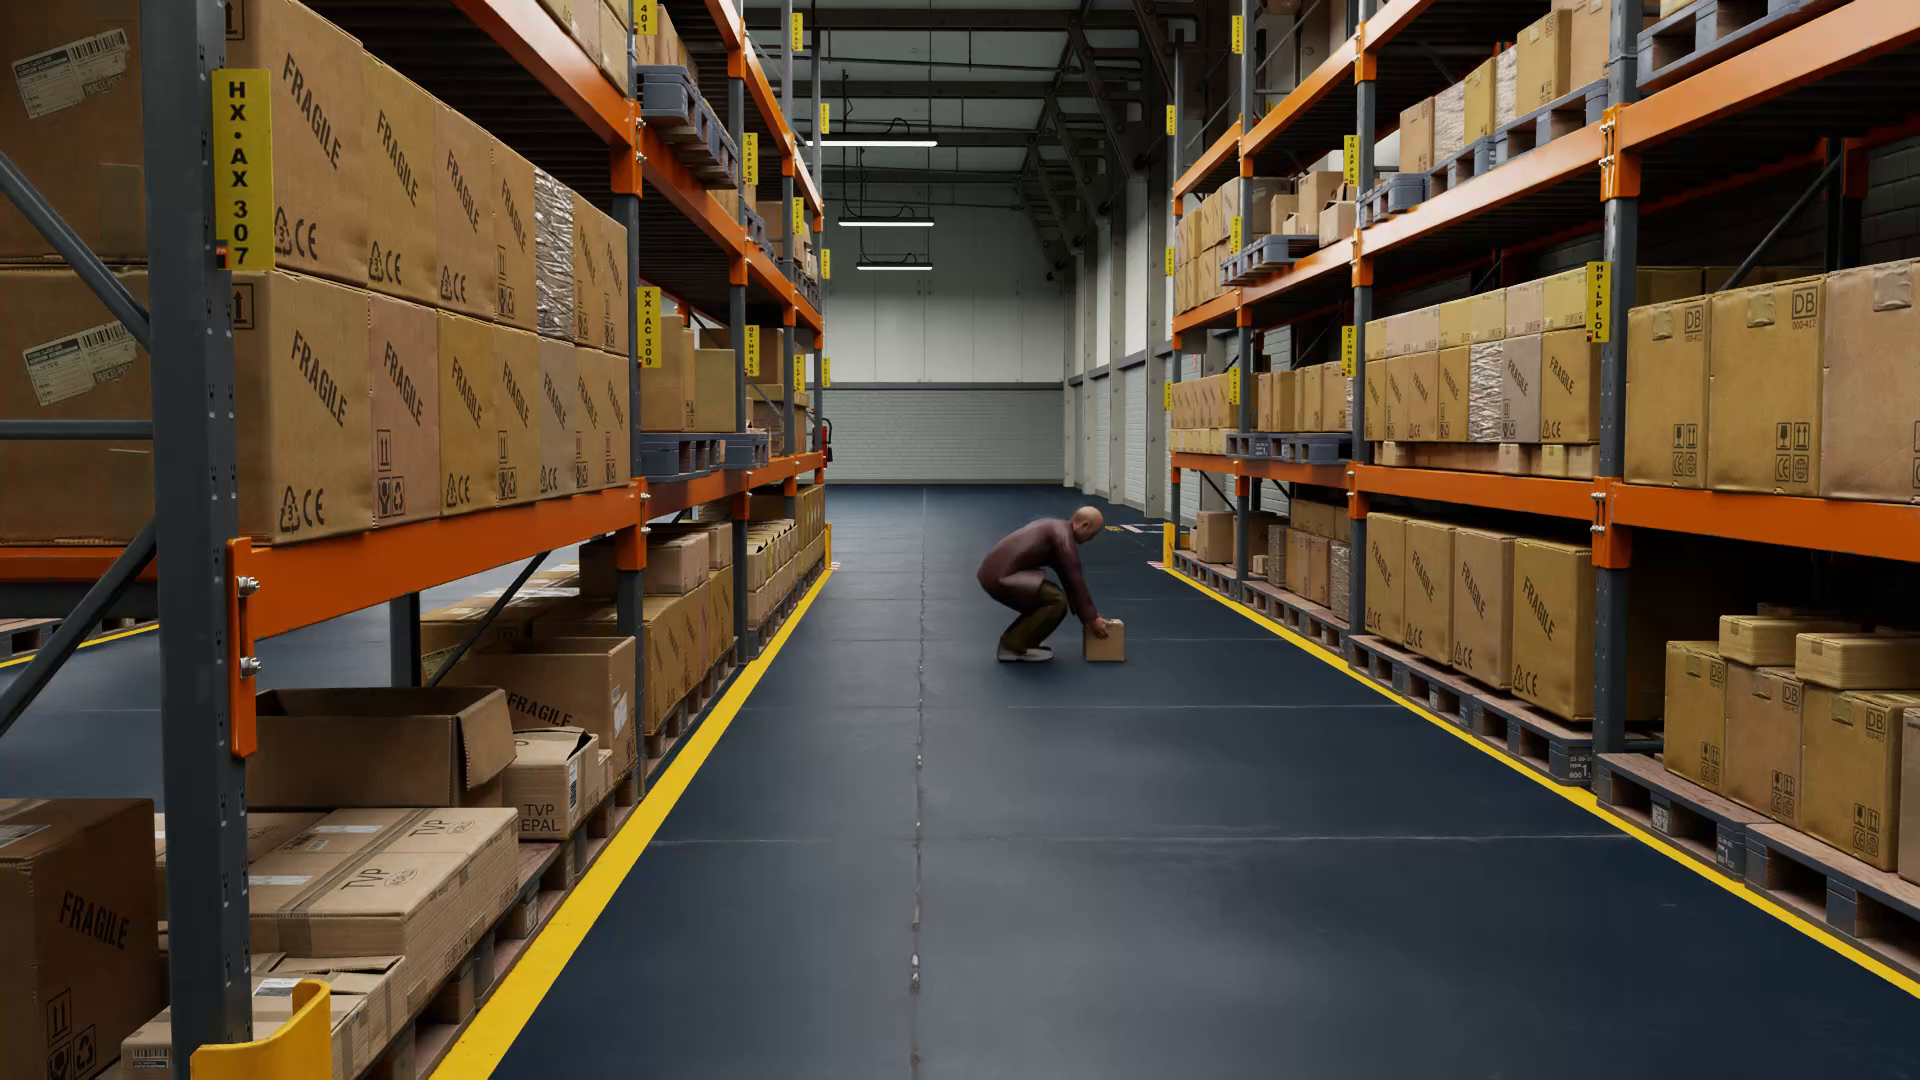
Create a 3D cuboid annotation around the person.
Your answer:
[{"bbox_3d":[0.556,0.296,11.153,0.896,1.004,0.610,0,4,-2],"label":"person"}]
